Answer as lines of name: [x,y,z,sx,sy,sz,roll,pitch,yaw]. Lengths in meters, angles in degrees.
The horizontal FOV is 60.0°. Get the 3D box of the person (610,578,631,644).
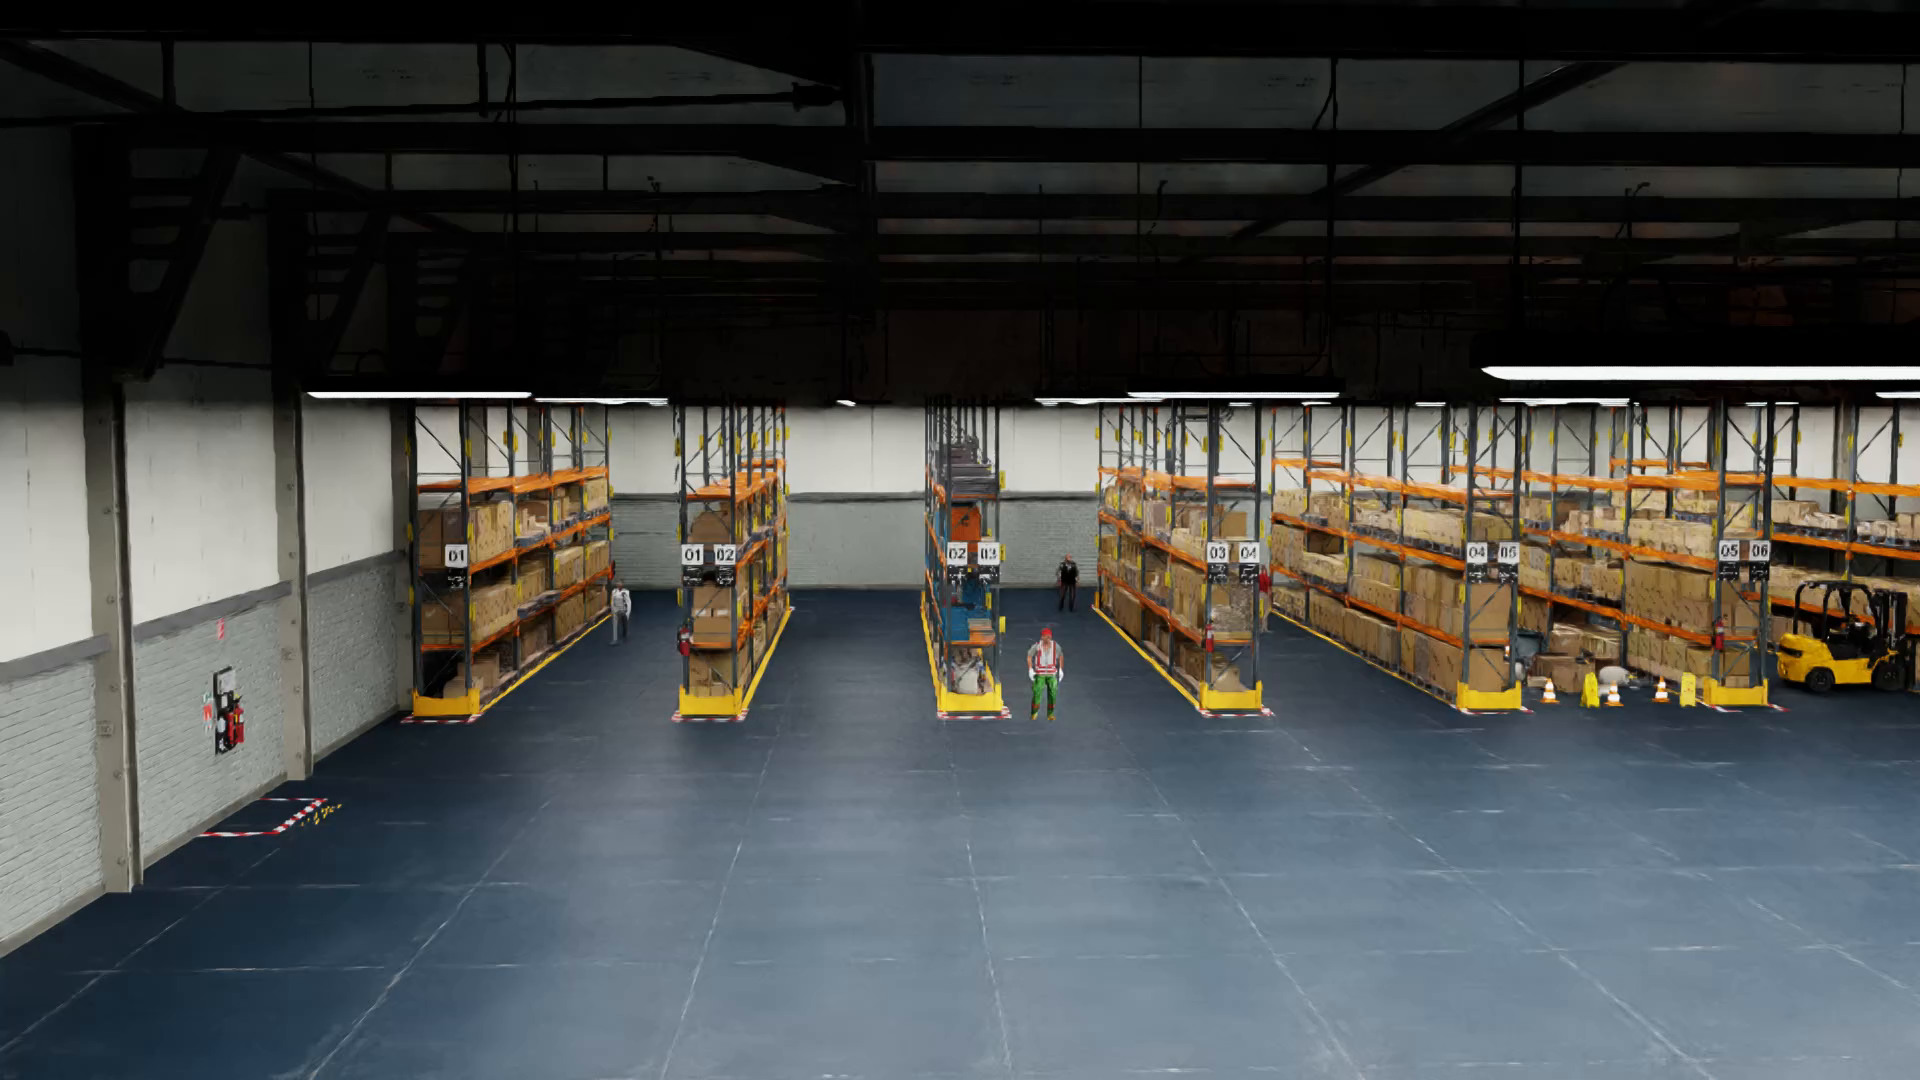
person: [-8.262,1.708,40.524,0.488,1.590,1.089,0,5,-5]

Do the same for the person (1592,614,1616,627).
person: [16.955,1.364,43.738,0.569,1.785,0.664,2,5,22]

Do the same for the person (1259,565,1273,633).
person: [7.779,1.490,42.502,0.450,1.737,0.595,-3,5,-32]

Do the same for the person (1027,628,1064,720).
person: [1.563,2.455,30.472,0.677,1.742,0.551,0,5,-4]

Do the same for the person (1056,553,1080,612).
person: [3.037,1.196,46.855,0.677,1.670,0.530,0,5,-4]
